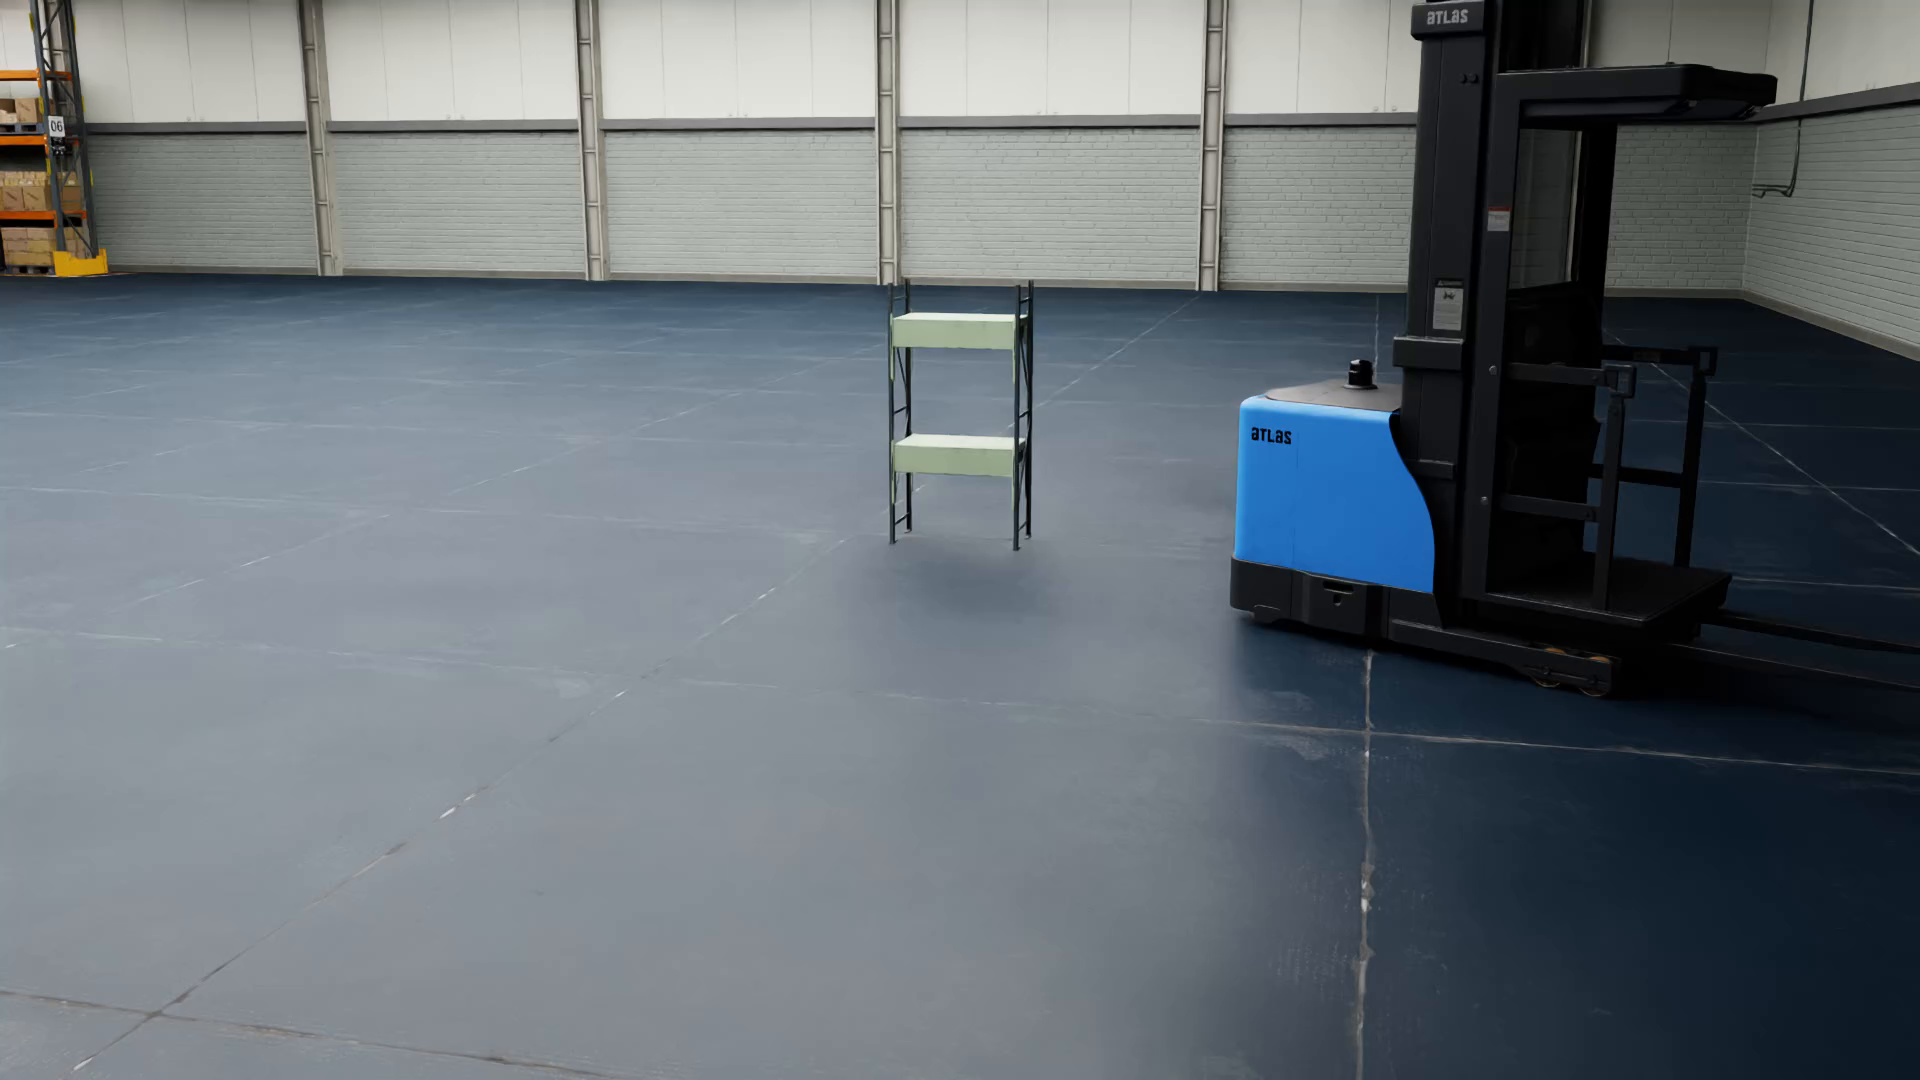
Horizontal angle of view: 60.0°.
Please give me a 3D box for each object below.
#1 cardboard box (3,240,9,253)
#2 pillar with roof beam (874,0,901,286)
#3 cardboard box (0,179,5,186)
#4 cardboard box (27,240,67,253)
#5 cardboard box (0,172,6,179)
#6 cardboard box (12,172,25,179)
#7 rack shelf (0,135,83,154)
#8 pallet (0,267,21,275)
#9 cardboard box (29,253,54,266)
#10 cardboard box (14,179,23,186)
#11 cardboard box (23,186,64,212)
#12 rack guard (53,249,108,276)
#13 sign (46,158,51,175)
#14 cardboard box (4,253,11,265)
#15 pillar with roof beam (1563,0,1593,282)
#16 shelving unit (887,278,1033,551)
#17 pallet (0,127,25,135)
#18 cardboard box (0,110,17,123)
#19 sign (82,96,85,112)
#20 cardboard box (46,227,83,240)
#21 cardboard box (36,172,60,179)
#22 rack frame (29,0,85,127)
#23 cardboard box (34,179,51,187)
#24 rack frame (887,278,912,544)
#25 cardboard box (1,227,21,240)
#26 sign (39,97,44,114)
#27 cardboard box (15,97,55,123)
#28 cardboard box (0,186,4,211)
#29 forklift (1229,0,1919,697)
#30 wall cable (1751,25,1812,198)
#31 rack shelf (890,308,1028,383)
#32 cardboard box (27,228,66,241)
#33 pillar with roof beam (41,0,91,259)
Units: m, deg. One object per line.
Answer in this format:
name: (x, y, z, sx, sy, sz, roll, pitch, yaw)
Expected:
cardboard box: (-19.897, -6.131, 34.665, 0.500, 0.250, 0.500, 3, 13, 12)
pillar with roof beam: (-2.375, -8.329, 26.498, 0.400, 9.000, 9.100, 3, 13, 14)
cardboard box: (-19.764, -7.391, 34.392, 0.250, 0.149, 0.380, 3, 13, 12)
cardboard box: (-18.907, -6.080, 34.437, 0.500, 0.250, 0.500, 3, 13, 13)
cardboard box: (-19.768, -7.532, 34.340, 0.250, 0.149, 0.380, 3, 13, 15)
cardboard box: (-19.265, -7.513, 34.256, 0.250, 0.149, 0.380, 3, 13, 15)
rack shelf: (-20.301, -8.231, 34.642, 4.000, 0.370, 1.077, 3, 13, 14)
pallet: (-20.293, -5.747, 35.150, 1.213, 0.211, 1.003, 3, 13, 14)
cardboard box: (-18.891, -5.834, 34.484, 0.500, 0.250, 0.500, 3, 13, 14)
cardboard box: (-19.256, -7.372, 34.306, 0.250, 0.149, 0.380, 3, 13, 15)
cardboard box: (-18.900, -7.033, 34.276, 0.500, 0.500, 0.500, 3, 13, 12)
rack guard: (-18.336, -5.792, 34.686, 0.348, 0.500, 1.175, 3, 13, 14)
sign: (-18.503, -7.581, 33.759, 0.005, 0.325, 0.100, 3, 13, 14)
cardboard box: (-19.855, -5.890, 34.735, 0.500, 0.250, 0.500, 3, 13, 14)
pillar with roof beam: (9.275, -7.706, 23.691, 0.400, 9.000, 9.100, 3, 13, 14)
shelving unit: (0.006, -0.732, 9.570, 0.755, 1.500, 0.431, 3, 13, 14)
pallet: (-20.228, -8.540, 34.579, 1.213, 0.211, 1.003, 3, 13, 14)
cardboard box: (-19.483, -8.659, 34.020, 0.258, 0.266, 0.396, 3, 13, 14)
sign: (-18.221, -9.060, 34.518, 0.005, 0.325, 0.100, 3, 13, 14)
cardboard box: (-18.781, -6.429, 34.857, 0.500, 0.250, 0.500, 3, 13, 13)
cardboard box: (-18.758, -7.499, 34.192, 0.250, 0.149, 0.380, 3, 13, 14)
rack frame: (-18.359, -9.942, 33.771, 0.127, 3.000, 1.000, 3, 13, 14)
cardboard box: (-18.763, -7.338, 34.156, 0.250, 0.149, 0.380, 3, 13, 14)
rack frame: (-0.349, -0.751, 9.655, 0.023, 1.500, 0.400, 3, 13, 14)
cardboard box: (-19.871, -6.372, 34.600, 0.500, 0.250, 0.500, 3, 13, 14)
sign: (-18.503, -8.758, 33.498, 0.005, 0.325, 0.100, 3, 13, 14)
cardboard box: (-18.848, -8.752, 33.902, 0.500, 0.500, 0.500, 3, 13, 15)
cardboard box: (-19.899, -7.088, 34.526, 0.500, 0.500, 0.500, 3, 13, 12)
forklift: (2.738, -0.915, 7.089, 3.031, 2.935, 1.130, 11, 16, 40)
wall cable: (12.850, -6.664, 26.165, 0.112, 2.526, 3.097, 3, 13, 14)
rack shelf: (0.006, -1.113, 9.485, 0.720, 0.370, 0.431, 3, 13, 14)
cardboard box: (-18.881, -6.323, 34.377, 0.500, 0.250, 0.500, 4, 13, 15)
pillar with roof beam: (-19.851, -9.263, 30.708, 0.400, 9.000, 9.100, 3, 13, 14)
